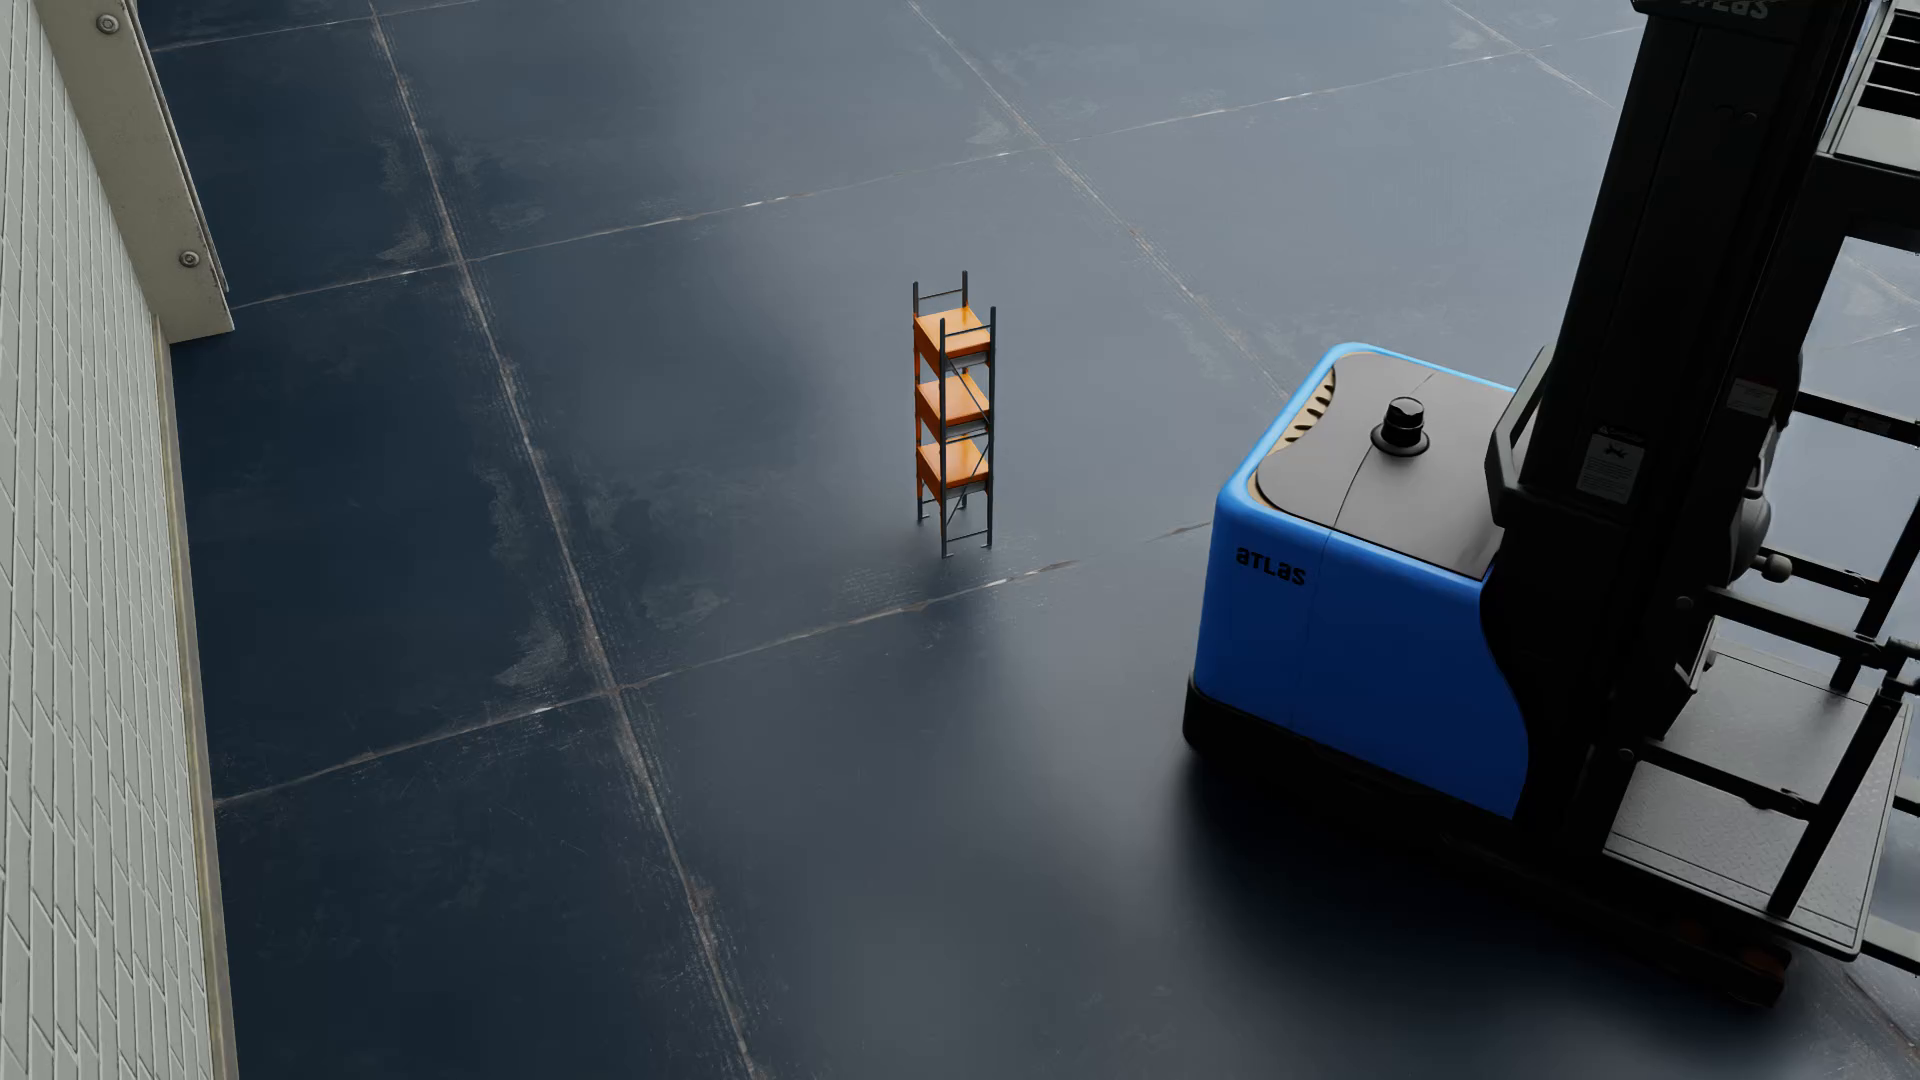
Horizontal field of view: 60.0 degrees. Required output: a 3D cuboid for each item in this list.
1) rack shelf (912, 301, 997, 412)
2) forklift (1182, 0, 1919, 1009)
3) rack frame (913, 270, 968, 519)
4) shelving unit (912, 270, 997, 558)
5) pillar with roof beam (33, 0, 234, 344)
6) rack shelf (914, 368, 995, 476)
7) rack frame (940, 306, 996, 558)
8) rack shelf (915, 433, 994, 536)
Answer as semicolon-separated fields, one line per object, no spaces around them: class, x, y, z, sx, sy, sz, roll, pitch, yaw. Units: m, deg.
rack shelf;-0.020;-0.637;5.767;0.215;0.259;0.240;-15;43;-17
forklift;2.253;-0.195;4.229;3.031;2.935;1.130;21;45;23
rack frame;-0.067;-0.504;6.031;0.200;1.050;0.008;-15;43;-17
shelving unit;-0.020;-0.430;5.945;0.215;1.050;0.252;-15;43;-17
pillar with roof beam;0.563;-5.490;5.732;9.100;9.000;0.400;-15;43;-17
rack shelf;-0.020;-0.422;5.952;0.215;0.259;0.240;-15;43;-17
rack frame;0.026;-0.357;5.860;0.200;1.050;0.008;-15;43;-17
rack shelf;-0.020;-0.212;6.133;0.215;0.259;0.240;-15;43;-17
